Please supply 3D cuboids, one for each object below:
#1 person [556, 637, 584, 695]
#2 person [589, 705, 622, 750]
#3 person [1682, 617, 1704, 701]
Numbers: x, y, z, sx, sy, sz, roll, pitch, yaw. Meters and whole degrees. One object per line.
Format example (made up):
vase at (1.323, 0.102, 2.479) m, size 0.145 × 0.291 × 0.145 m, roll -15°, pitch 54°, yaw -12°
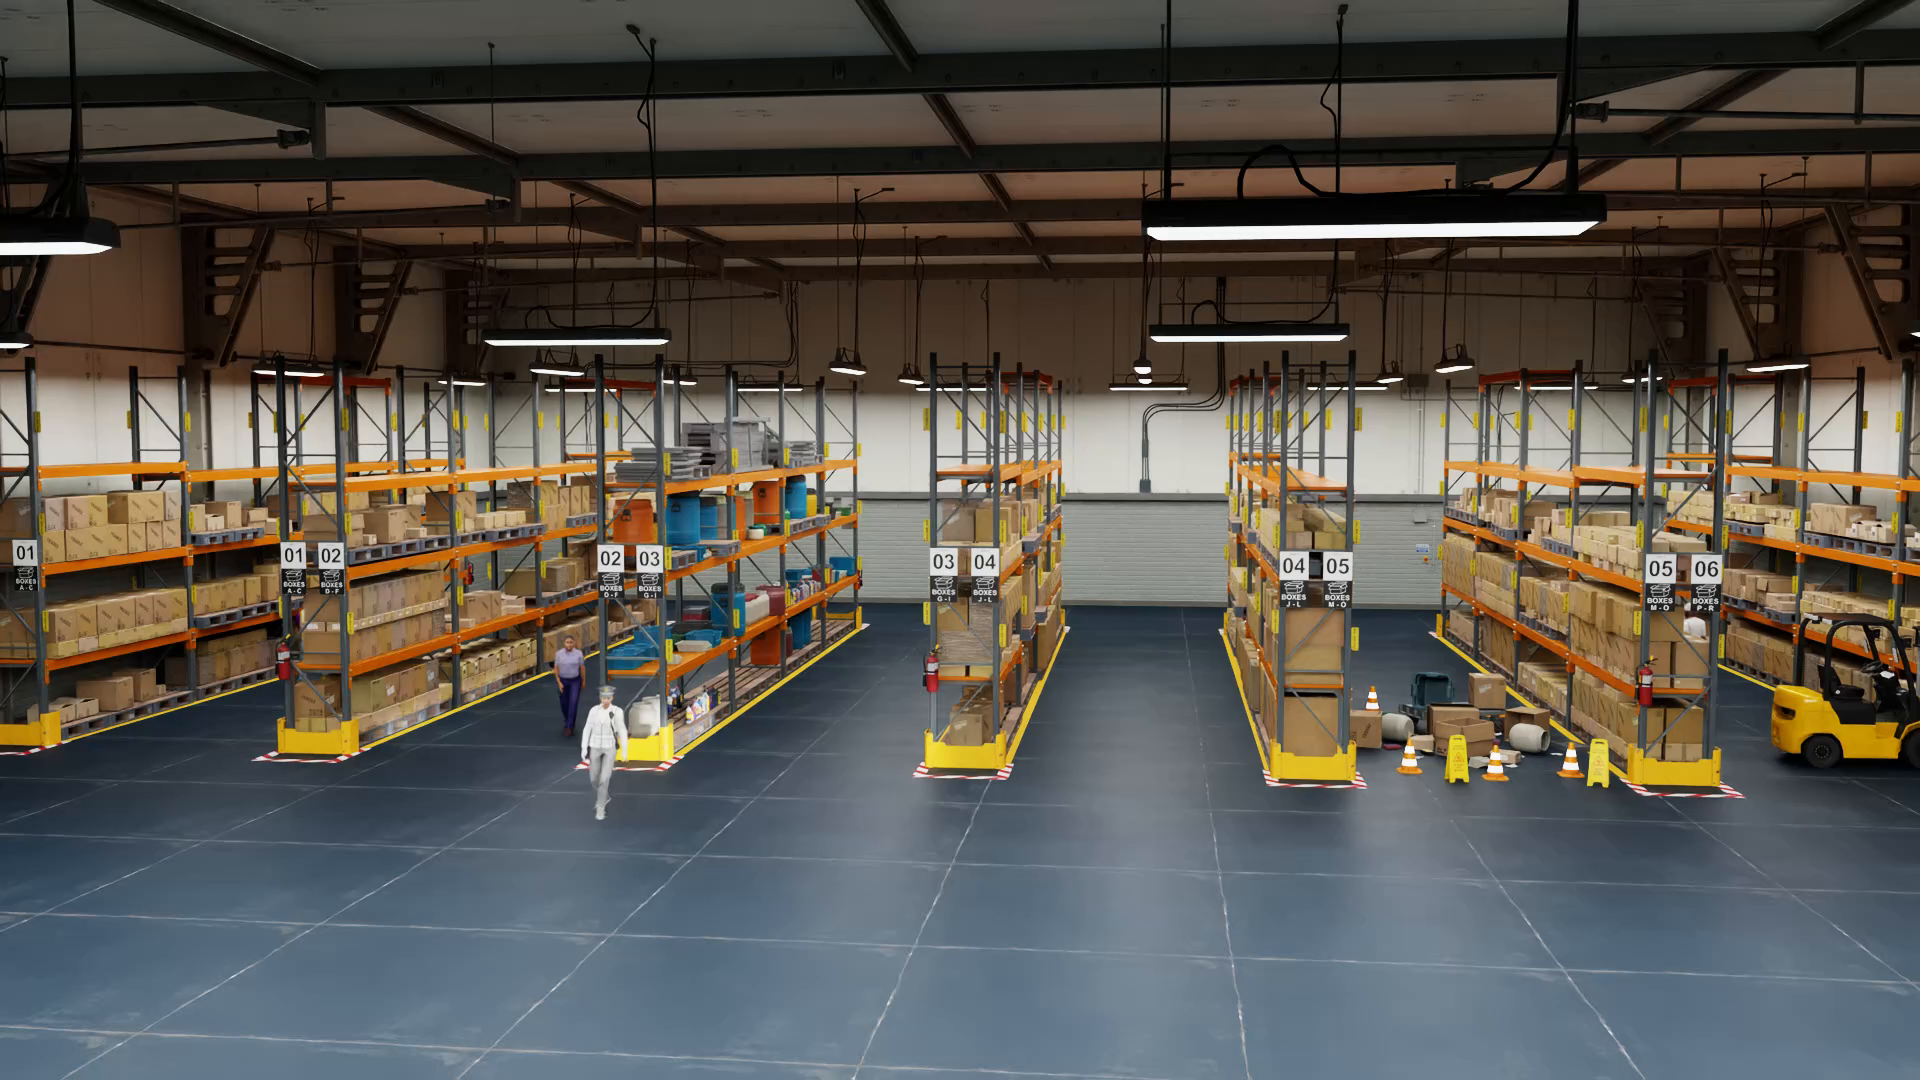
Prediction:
person at (-6.264, 2.045, 26.718) m, size 0.443 × 0.970 × 0.431 m, roll -1°, pitch 4°, yaw -13°
person at (-4.525, 2.399, 21.229) m, size 0.412 × 0.575 × 0.306 m, roll 0°, pitch 4°, yaw -3°
person at (13.067, 2.165, 29.851) m, size 0.487 × 1.577 × 0.339 m, roll -2°, pitch 5°, yaw -29°
